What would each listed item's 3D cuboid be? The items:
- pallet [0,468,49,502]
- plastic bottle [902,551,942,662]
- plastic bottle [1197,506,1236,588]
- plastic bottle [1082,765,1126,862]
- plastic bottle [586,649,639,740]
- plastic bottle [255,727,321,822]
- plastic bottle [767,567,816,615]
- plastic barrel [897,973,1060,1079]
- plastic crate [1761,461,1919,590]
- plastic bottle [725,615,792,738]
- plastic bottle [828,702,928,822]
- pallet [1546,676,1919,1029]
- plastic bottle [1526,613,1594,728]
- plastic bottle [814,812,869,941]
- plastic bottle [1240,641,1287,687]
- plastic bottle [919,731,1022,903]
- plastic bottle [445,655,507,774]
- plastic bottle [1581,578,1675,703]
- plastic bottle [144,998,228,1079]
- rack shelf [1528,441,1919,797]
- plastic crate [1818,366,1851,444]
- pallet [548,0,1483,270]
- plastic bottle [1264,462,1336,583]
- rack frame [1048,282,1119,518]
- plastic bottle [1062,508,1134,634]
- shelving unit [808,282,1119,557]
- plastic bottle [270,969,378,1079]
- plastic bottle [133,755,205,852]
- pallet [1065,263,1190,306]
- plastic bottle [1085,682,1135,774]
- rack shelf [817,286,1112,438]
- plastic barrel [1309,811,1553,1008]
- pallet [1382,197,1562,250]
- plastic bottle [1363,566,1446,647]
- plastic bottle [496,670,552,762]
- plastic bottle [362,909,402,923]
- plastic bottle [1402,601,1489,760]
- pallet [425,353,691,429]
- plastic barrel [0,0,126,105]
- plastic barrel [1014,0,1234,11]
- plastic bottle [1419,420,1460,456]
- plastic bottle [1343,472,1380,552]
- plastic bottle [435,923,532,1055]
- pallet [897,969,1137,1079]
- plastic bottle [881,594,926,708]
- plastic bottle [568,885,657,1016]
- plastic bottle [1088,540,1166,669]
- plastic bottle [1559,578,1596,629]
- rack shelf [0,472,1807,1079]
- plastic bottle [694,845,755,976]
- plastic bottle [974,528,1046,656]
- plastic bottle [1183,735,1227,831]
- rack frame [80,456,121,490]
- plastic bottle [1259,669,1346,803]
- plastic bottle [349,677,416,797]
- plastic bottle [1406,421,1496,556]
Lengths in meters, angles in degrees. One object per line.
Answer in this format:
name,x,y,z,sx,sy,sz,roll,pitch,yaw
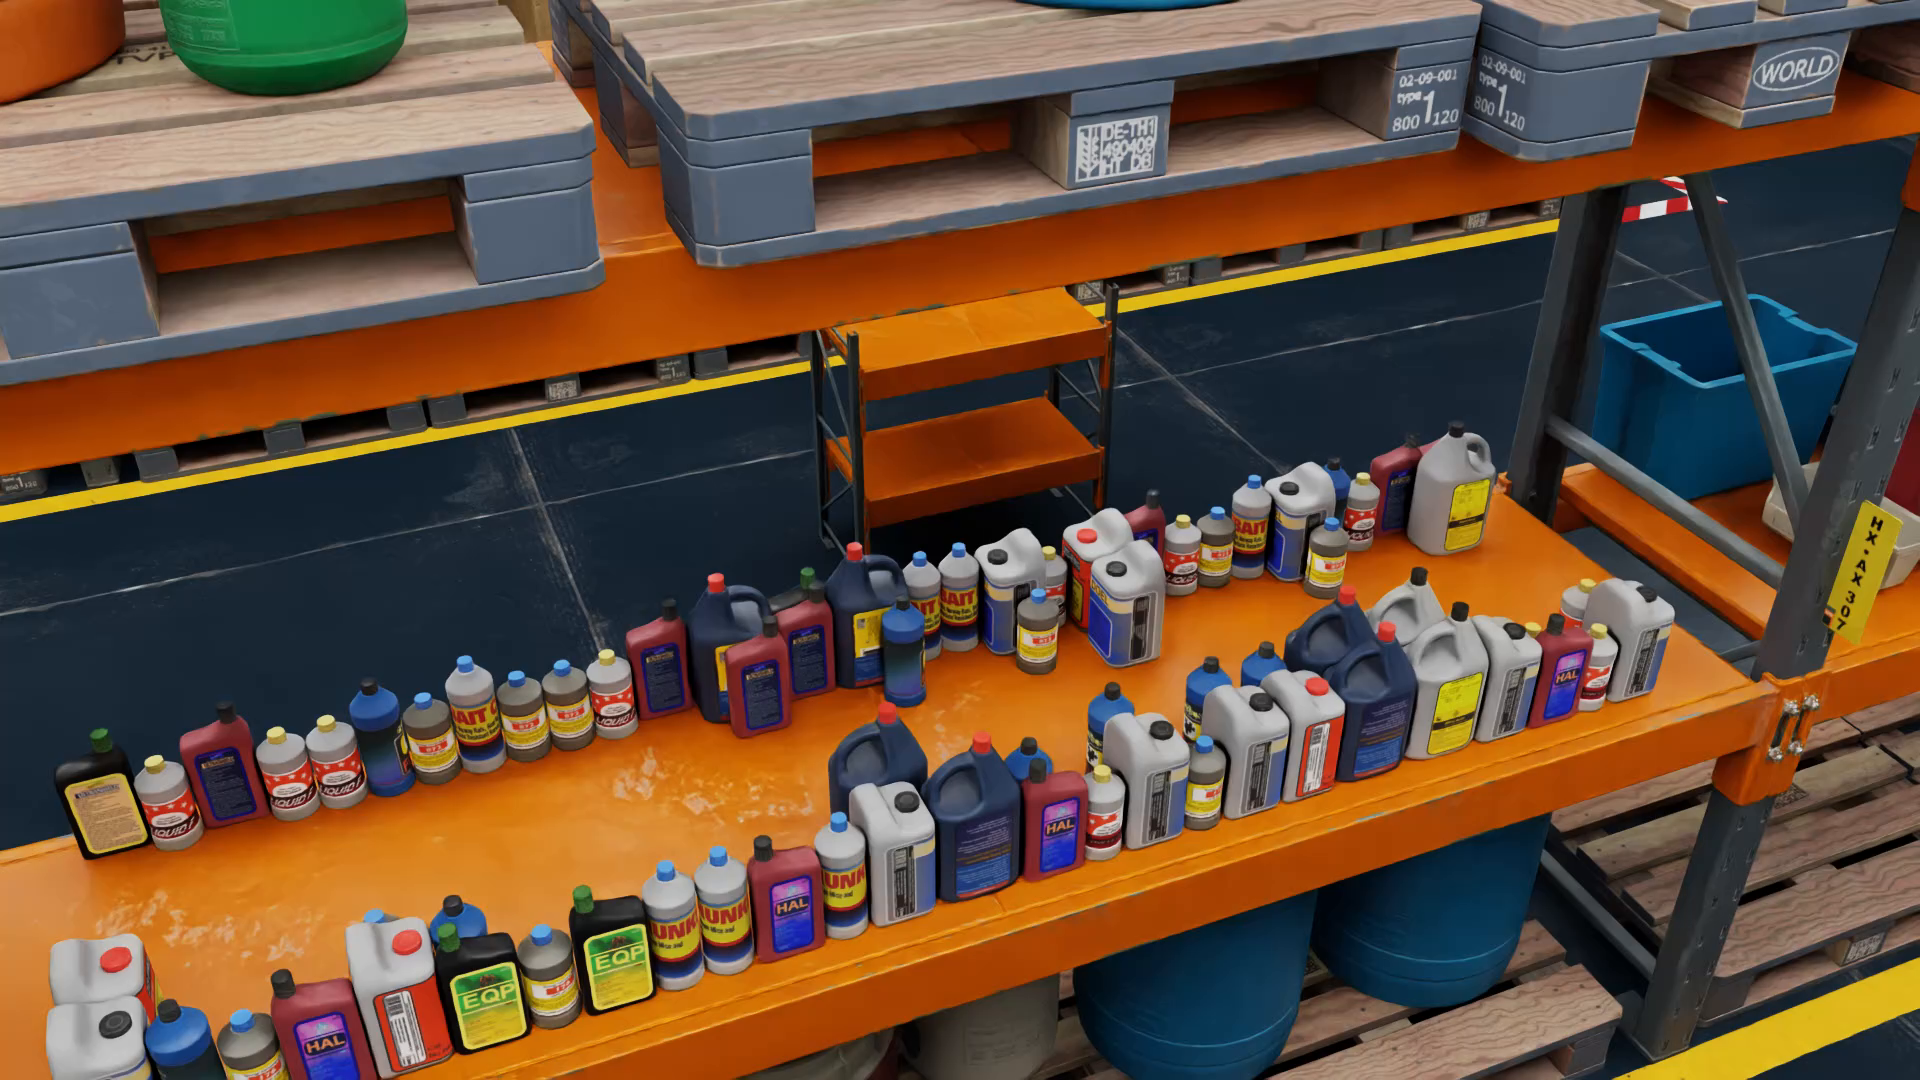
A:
pallet,-4.620,-0.412,7.189,1.213,0.211,1.003,-13,35,-19
plastic bottle,-0.092,0.148,3.890,0.097,0.271,0.097,0,33,0
plastic bottle,0.638,0.010,4.166,0.097,0.201,0.097,0,33,0
plastic bottle,0.282,0.541,3.351,0.097,0.201,0.097,0,33,0
plastic bottle,-0.769,0.332,3.671,0.097,0.201,0.097,0,33,0
plastic bottle,-1.397,0.476,3.450,0.097,0.201,0.097,0,33,0
plastic bottle,-0.376,0.197,3.803,0.133,0.283,0.061,-13,35,-19
plastic barrel,0.040,1.109,4.191,0.421,0.512,0.421,0,33,0
plastic crate,2.241,-0.029,4.230,0.243,0.136,0.396,-13,35,-19
plastic bottle,-0.443,0.298,3.649,0.133,0.283,0.061,-13,35,-19
plastic bottle,-0.163,0.476,3.313,0.185,0.351,0.144,-13,35,-19
pallet,2.420,0.906,5.163,1.213,0.211,1.003,-13,35,-19
plastic bottle,1.323,0.279,3.678,0.133,0.283,0.061,-13,35,-19
plastic bottle,-0.225,0.627,3.153,0.097,0.271,0.097,0,33,0
plastic bottle,0.651,0.337,3.600,0.097,0.271,0.097,0,33,0
plastic bottle,0.020,0.524,3.239,0.185,0.351,0.144,-13,35,-19
plastic bottle,-1.038,0.365,3.557,0.097,0.271,0.097,0,33,0
plastic bottle,1.518,0.210,3.790,0.135,0.276,0.152,-13,35,-19
plastic bottle,-1.290,0.871,2.779,0.097,0.271,0.097,0,33,0
rack shelf,3.601,-0.208,4.980,4.000,0.370,1.077,-13,35,-19
plastic crate,2.685,-0.369,4.764,0.590,0.125,0.437,-13,35,-19
pallet,0.027,-0.810,2.668,1.213,0.211,1.003,-13,35,-19
plastic bottle,0.845,-0.052,4.194,0.135,0.276,0.152,-13,35,-19
rack frame,0.475,-0.580,6.610,0.032,1.125,0.500,-13,35,-19
plastic bottle,0.329,0.066,4.012,0.135,0.276,0.152,-13,35,-19
shelving unit,0.006,-0.473,6.445,1.048,1.125,0.538,-13,35,-19
plastic bottle,-1.087,0.830,2.830,0.133,0.283,0.061,-13,35,-19
plastic bottle,-1.610,0.525,3.375,0.097,0.201,0.097,0,33,0
pallet,0.476,-1.555,8.946,1.213,0.211,1.003,-13,35,-19
plastic bottle,0.313,0.414,3.481,0.097,0.271,0.097,0,33,0
rack shelf,0.006,-0.718,6.286,1.000,0.278,0.538,-13,35,-19
plastic barrel,1.249,0.722,4.429,0.708,0.901,0.600,-13,35,-19
pallet,2.726,-2.070,9.738,1.213,0.211,1.003,-13,35,-19
plastic bottle,0.980,0.219,3.708,0.185,0.351,0.144,-13,35,-19
plastic bottle,-0.949,0.374,3.608,0.097,0.201,0.097,0,33,0
plastic bottle,-1.046,0.755,3.022,0.097,0.201,0.097,0,33,0
plastic bottle,1.036,0.292,3.597,0.185,0.351,0.144,-13,35,-19
pallet,-2.019,-0.960,8.032,1.213,0.211,1.003,-13,35,-19
plastic barrel,-1.407,-0.975,1.969,0.708,0.830,0.600,-13,35,-19
plastic barrel,0.242,-1.294,2.393,0.708,0.901,0.600,-13,35,-19
plastic bottle,1.253,-0.176,4.377,0.133,0.283,0.061,-13,35,-19
plastic bottle,1.031,-0.080,4.304,0.097,0.201,0.097,0,33,0
plastic bottle,-0.839,0.774,2.917,0.133,0.283,0.061,-13,35,-19
pallet,-0.097,1.483,4.278,1.213,0.211,1.003,-13,35,-19
plastic bottle,-0.126,0.241,3.747,0.097,0.271,0.097,0,33,0
plastic bottle,-0.627,0.725,2.992,0.133,0.283,0.061,-13,35,-19
plastic bottle,0.388,0.142,3.894,0.135,0.276,0.152,-13,35,-19
plastic bottle,1.453,0.183,3.901,0.097,0.201,0.097,0,33,0
rack shelf,-0.087,0.636,3.682,4.000,0.370,1.077,-13,35,-19
plastic bottle,-0.438,0.676,3.078,0.097,0.271,0.097,0,33,0
plastic bottle,0.115,0.115,3.937,0.135,0.276,0.152,-13,35,-19
plastic bottle,0.496,0.492,3.426,0.097,0.201,0.097,0,33,0
rack frame,-3.845,-1.735,6.666,0.127,3.000,1.000,-13,35,-19
plastic bottle,0.717,0.394,3.508,0.135,0.276,0.152,-13,35,-19
plastic bottle,-1.218,0.406,3.494,0.097,0.271,0.097,0,33,0
plastic bottle,1.269,-0.147,4.271,0.185,0.351,0.144,-13,35,-19
